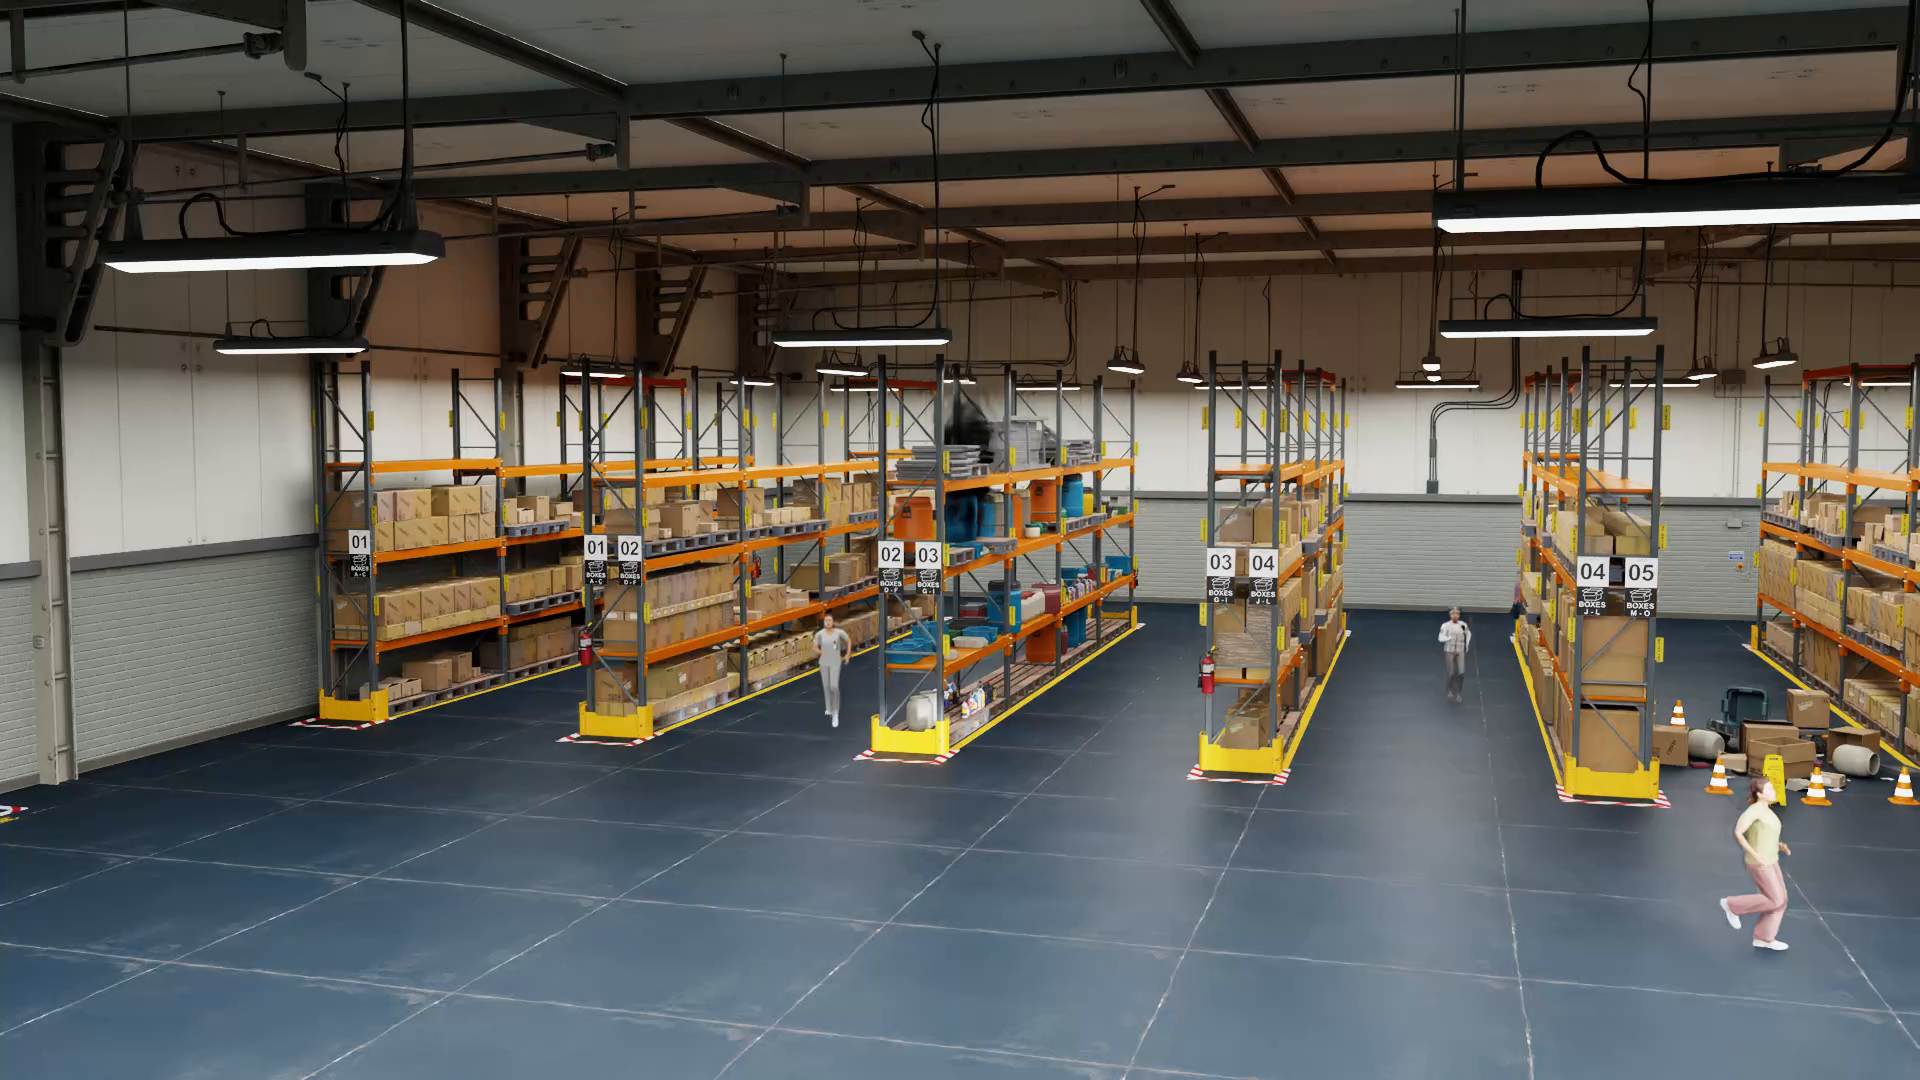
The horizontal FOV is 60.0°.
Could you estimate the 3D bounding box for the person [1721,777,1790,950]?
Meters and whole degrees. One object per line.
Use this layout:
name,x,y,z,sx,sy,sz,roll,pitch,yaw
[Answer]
person,7.605,3.062,15.848,0.598,1.626,0.596,4,5,42

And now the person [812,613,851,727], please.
person,-2.033,2.036,26.217,0.585,1.784,0.708,0,4,6

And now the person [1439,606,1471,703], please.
person,8.846,2.039,29.694,0.592,1.734,0.684,1,4,9

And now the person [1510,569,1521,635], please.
person,13.146,1.462,38.959,0.491,1.546,0.579,1,4,18
